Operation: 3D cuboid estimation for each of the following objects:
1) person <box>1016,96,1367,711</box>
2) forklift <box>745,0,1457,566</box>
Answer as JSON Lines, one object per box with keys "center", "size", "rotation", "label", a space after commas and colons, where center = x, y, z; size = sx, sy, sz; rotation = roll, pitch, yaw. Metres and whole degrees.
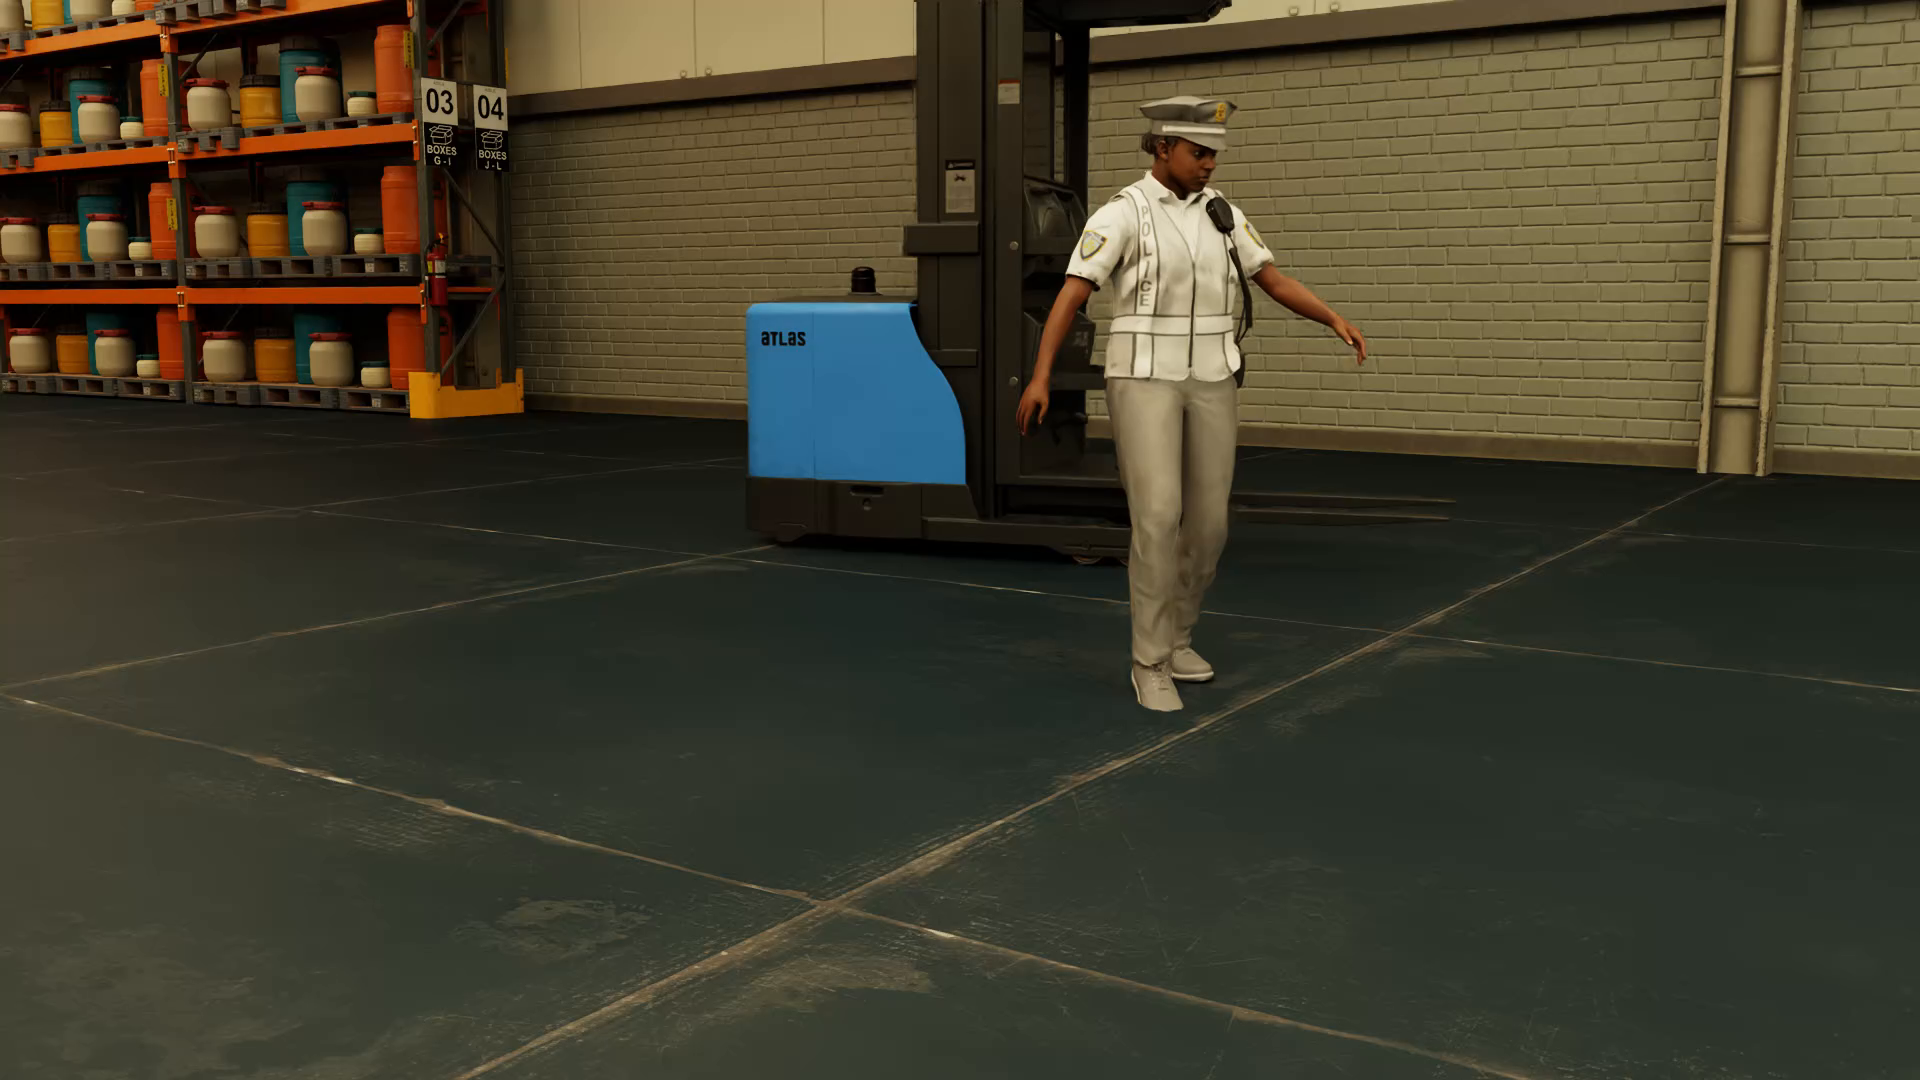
{"center": [0.609, -0.369, 4.595], "size": [0.906, 1.688, 0.578], "rotation": [-2, 8, -17], "label": "person"}
{"center": [0.614, -1.424, 7.208], "size": [3.031, 2.935, 1.130], "rotation": [3, 9, 19], "label": "forklift"}
